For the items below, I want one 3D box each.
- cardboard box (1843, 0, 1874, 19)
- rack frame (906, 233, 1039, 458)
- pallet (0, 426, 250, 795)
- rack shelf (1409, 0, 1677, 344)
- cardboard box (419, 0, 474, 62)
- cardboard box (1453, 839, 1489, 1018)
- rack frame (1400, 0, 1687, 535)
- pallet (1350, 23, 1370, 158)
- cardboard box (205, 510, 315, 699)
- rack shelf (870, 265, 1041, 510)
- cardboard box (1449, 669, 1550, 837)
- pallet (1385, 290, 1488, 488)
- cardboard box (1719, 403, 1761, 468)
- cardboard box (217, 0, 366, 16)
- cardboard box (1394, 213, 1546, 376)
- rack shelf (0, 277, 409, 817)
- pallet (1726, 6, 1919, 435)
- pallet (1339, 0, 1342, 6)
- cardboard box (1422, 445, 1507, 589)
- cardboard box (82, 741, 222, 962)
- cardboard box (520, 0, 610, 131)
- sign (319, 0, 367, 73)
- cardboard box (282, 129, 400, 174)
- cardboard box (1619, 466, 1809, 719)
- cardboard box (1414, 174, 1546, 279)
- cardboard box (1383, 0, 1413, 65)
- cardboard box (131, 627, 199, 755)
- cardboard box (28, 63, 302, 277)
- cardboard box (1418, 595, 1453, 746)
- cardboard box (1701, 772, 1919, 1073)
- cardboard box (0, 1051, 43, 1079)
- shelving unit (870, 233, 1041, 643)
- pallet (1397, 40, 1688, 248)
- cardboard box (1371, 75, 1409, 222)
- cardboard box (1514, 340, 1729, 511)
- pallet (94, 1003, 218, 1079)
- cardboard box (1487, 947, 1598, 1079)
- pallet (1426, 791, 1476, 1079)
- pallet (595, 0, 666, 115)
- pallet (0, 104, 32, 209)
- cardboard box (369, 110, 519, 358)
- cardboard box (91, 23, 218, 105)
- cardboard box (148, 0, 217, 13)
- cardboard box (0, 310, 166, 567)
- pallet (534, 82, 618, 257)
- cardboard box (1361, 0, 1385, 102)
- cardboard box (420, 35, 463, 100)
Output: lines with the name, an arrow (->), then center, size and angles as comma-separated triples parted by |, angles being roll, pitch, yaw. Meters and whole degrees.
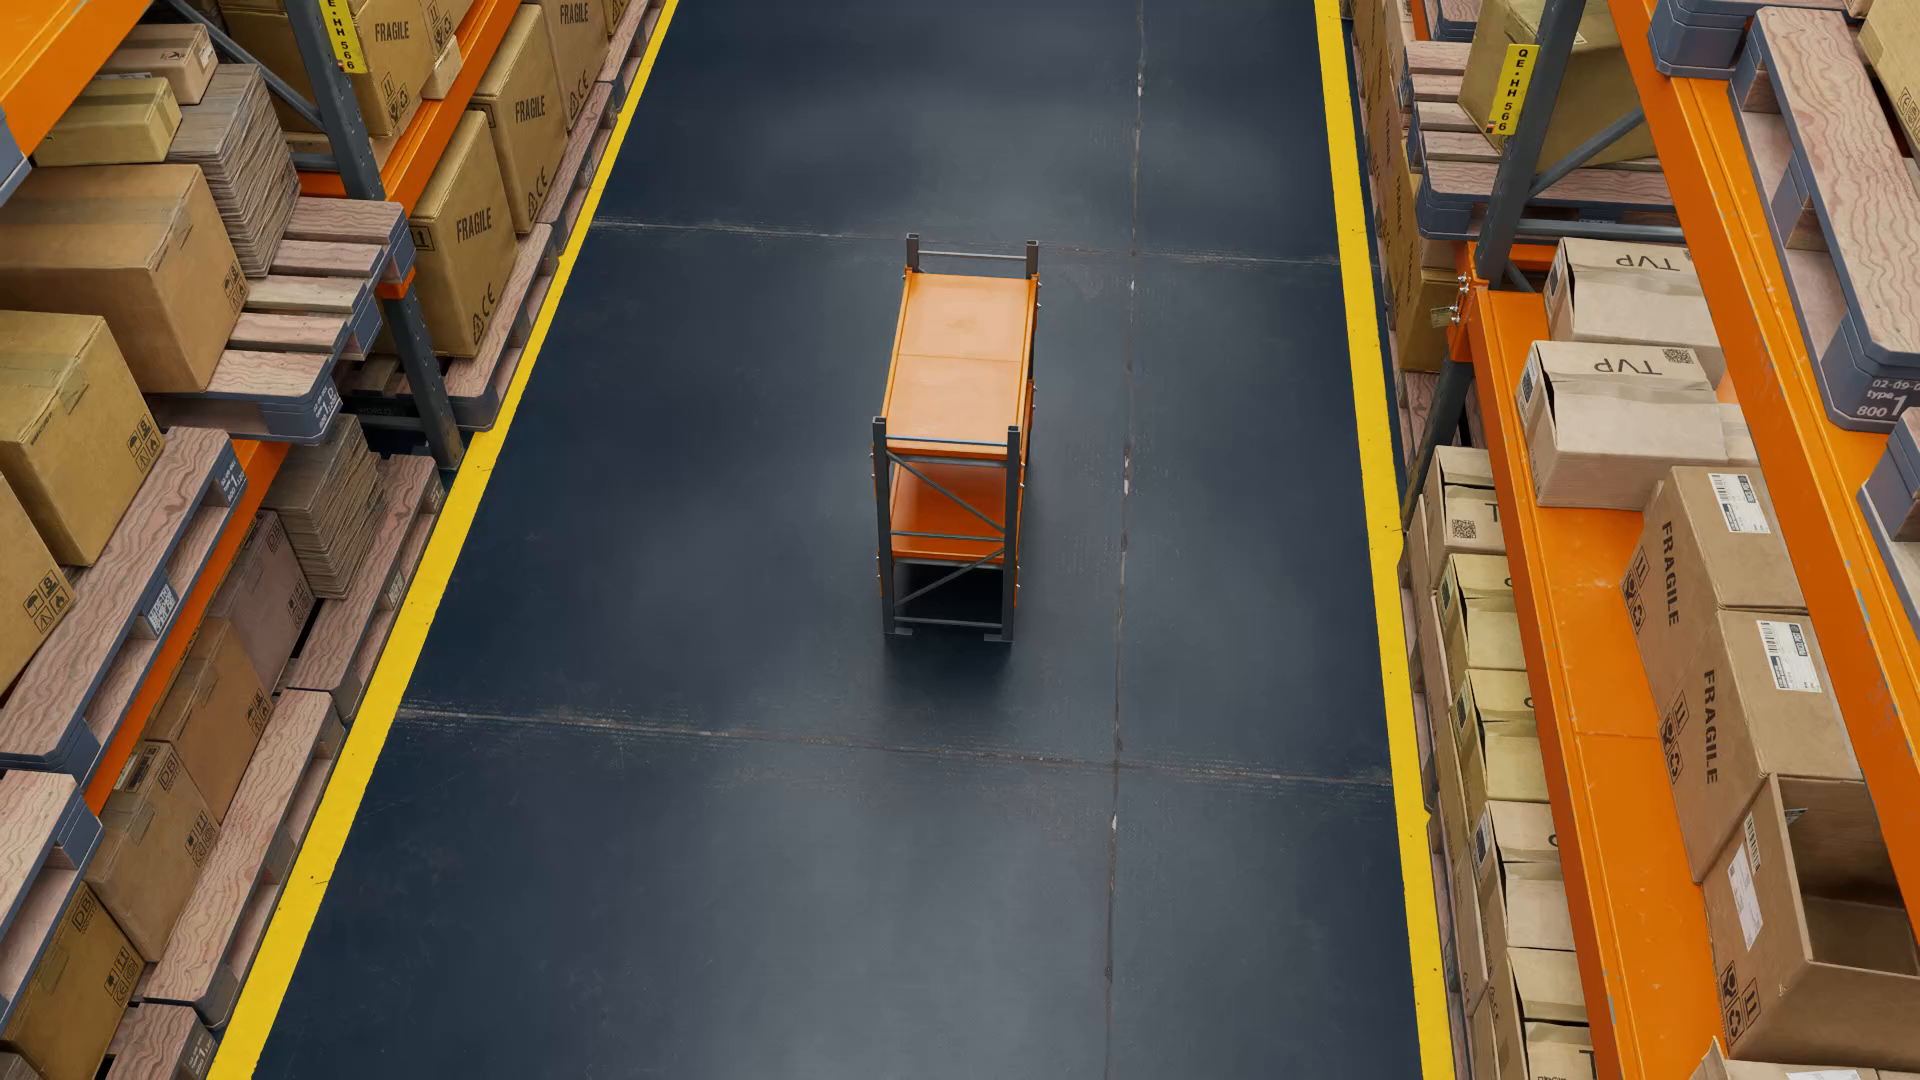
cardboard box -> 2.298, -1.427, 3.833 | 0.500, 0.250, 0.500 | 5, 48, 5
rack frame -> 0.047, -0.758, 6.707 | 0.500, 1.125, 0.032 | 4, 48, 4
pallet -> -2.760, 0.145, 4.741 | 1.003, 0.211, 1.213 | 4, 48, 4
rack shelf -> 2.495, -2.274, 7.310 | 1.077, 0.370, 4.000 | 4, 48, 4
cardboard box -> -2.264, -2.242, 6.511 | 0.500, 0.500, 0.500 | 5, 48, 5
cardboard box -> 1.839, 1.233, 5.194 | 0.500, 0.250, 0.500 | 5, 48, 4
rack frame -> 2.313, -1.047, 5.701 | 1.000, 3.000, 0.127 | 4, 48, 4
pallet -> 2.641, -2.445, 8.869 | 1.003, 0.211, 1.213 | 4, 48, 4
cardboard box -> -2.797, 0.221, 5.937 | 0.700, 0.500, 0.500 | 4, 48, 3
rack shelf -> 0.001, -0.582, 6.149 | 0.538, 0.278, 1.000 | 4, 48, 4
cardboard box -> 1.885, 0.676, 5.323 | 0.500, 0.311, 0.500 | 3, 48, 2
pallet -> 2.419, -0.652, 7.229 | 1.003, 0.211, 1.213 | 4, 48, 4
cardboard box -> 2.506, -0.283, 5.172 | 0.380, 0.149, 0.250 | 4, 48, 4
cardboard box -> -2.320, -2.109, 5.881 | 0.500, 0.250, 0.500 | 5, 48, 4
cardboard box -> 2.164, -1.055, 7.104 | 0.500, 0.500, 0.500 | 6, 48, 5
rack shelf -> -2.803, 0.335, 4.924 | 1.077, 0.370, 4.000 | 4, 48, 4
pallet -> 2.241, -0.669, 3.450 | 1.003, 0.211, 1.213 | 6, 48, 5
pallet -> 2.741, -3.550, 9.880 | 1.003, 0.211, 1.213 | 4, 48, 4
cardboard box -> 1.973, -0.085, 6.020 | 0.500, 0.311, 0.500 | 5, 48, 5
cardboard box -> -2.851, 0.960, 5.261 | 0.700, 0.500, 0.500 | 4, 48, 4
cardboard box -> -2.264, -2.593, 8.287 | 0.750, 0.750, 0.750 | 5, 48, 5
sign -> -2.079, -1.712, 5.578 | 0.100, 0.325, 0.005 | 4, 48, 4
cardboard box -> -2.360, -1.526, 6.295 | 0.380, 0.149, 0.250 | 3, 48, 3
cardboard box -> 2.176, 0.153, 4.535 | 0.500, 0.500, 0.500 | 2, 48, 1
cardboard box -> 2.165, -1.350, 6.865 | 0.500, 0.250, 0.500 | 6, 48, 5
cardboard box -> 2.300, -2.470, 7.890 | 0.500, 0.250, 0.500 | 4, 48, 4
cardboard box -> -2.790, 0.390, 5.274 | 0.500, 0.250, 0.500 | 4, 48, 3
cardboard box -> -2.653, -1.214, 5.487 | 0.700, 0.500, 0.500 | -1, 48, -1
cardboard box -> 1.928, 0.474, 5.889 | 0.500, 0.250, 0.500 | 3, 48, 2
cardboard box -> 2.083, 0.908, 3.845 | 0.500, 0.500, 0.500 | 7, 48, 6
cardboard box -> -2.934, 1.715, 4.570 | 0.700, 0.500, 0.500 | 5, 48, 5
shelving unit -> 0.001, -0.385, 6.365 | 0.538, 1.125, 1.048 | 4, 48, 4
pallet -> 2.305, -1.485, 6.232 | 1.213, 0.211, 1.003 | 4, 48, 4
cardboard box -> 2.254, -1.821, 7.805 | 0.500, 0.500, 0.500 | 2, 48, 2
cardboard box -> 2.039, -0.373, 5.145 | 0.500, 0.311, 0.500 | 3, 48, 3
pallet -> -2.915, 1.931, 4.867 | 1.003, 0.211, 1.213 | 4, 48, 4
cardboard box -> 1.789, 1.423, 4.640 | 0.500, 0.311, 0.500 | 4, 48, 3
pallet -> 2.085, 1.390, 5.361 | 1.003, 0.211, 1.213 | 4, 48, 4
pallet -> -2.251, -2.804, 9.197 | 1.003, 0.211, 1.213 | 4, 48, 4
pallet -> -2.731, -0.596, 3.383 | 1.213, 0.211, 1.003 | 4, 48, 4
cardboard box -> -2.423, -1.325, 7.127 | 0.750, 0.750, 0.750 | 3, 48, 3
cardboard box -> -2.622, -1.523, 5.331 | 0.380, 0.149, 0.250 | -2, 48, -2
cardboard box -> -2.837, -2.122, 5.893 | 0.500, 0.250, 0.500 | 5, 48, 5
cardboard box -> -2.745, -0.297, 4.649 | 0.700, 0.500, 0.500 | 4, 48, 4
pallet -> -2.360, -1.905, 8.375 | 1.003, 0.211, 1.213 | 4, 48, 4
cardboard box -> 2.353, -2.559, 8.480 | 0.500, 0.500, 0.500 | 4, 48, 4
cardboard box -> -2.220, -1.900, 6.638 | 0.380, 0.149, 0.250 | 5, 48, 5
